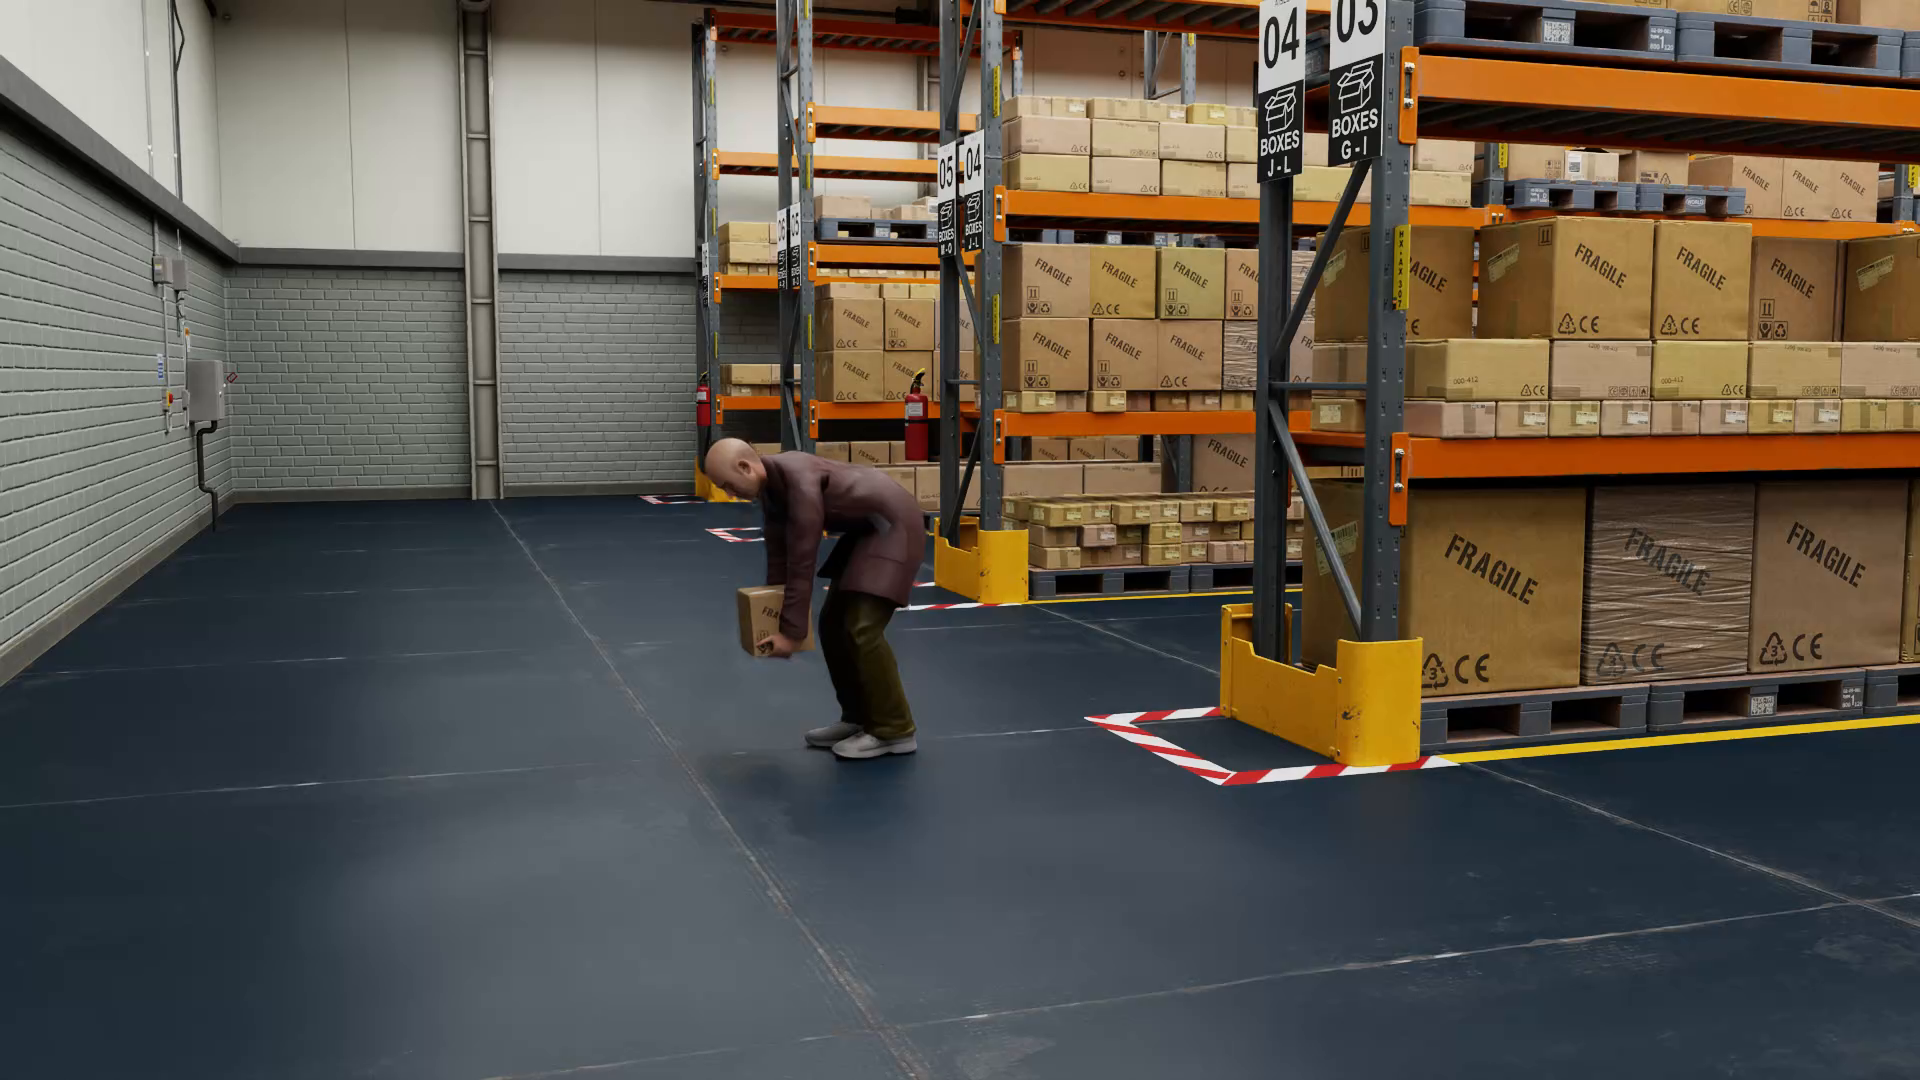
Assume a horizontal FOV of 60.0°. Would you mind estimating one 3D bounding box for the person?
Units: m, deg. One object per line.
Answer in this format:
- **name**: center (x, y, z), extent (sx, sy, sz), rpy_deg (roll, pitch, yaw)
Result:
- **person**: center (-0.586, 0.231, 6.818), extent (0.914, 1.310, 0.553), rpy_deg (-2, 6, -20)
